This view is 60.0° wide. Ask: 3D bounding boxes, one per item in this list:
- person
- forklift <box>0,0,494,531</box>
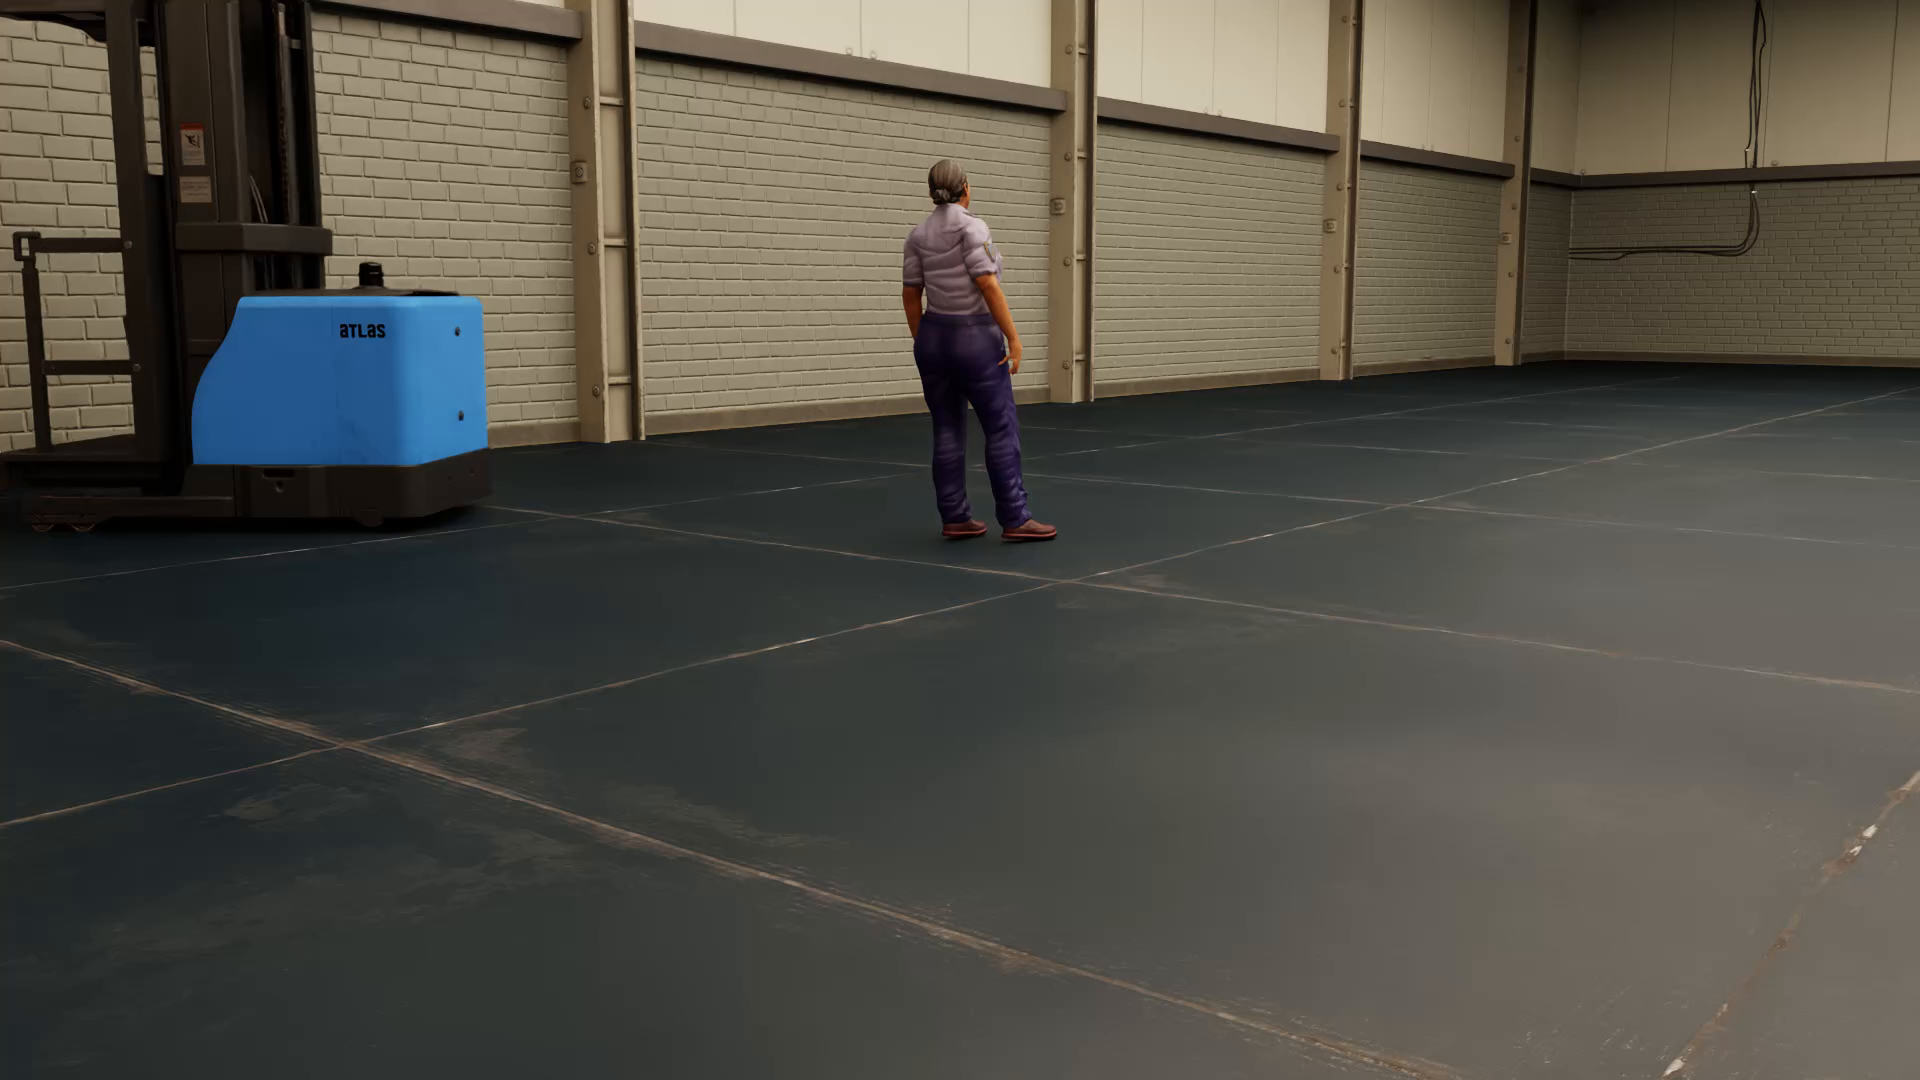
[{"bbox_3d":[0.075,-0.830,7.340,0.598,1.651,0.502,7,11,38],"label":"person"},{"bbox_3d":[-3.932,-1.568,7.995,3.031,2.935,1.130,1,8,4],"label":"forklift"}]
